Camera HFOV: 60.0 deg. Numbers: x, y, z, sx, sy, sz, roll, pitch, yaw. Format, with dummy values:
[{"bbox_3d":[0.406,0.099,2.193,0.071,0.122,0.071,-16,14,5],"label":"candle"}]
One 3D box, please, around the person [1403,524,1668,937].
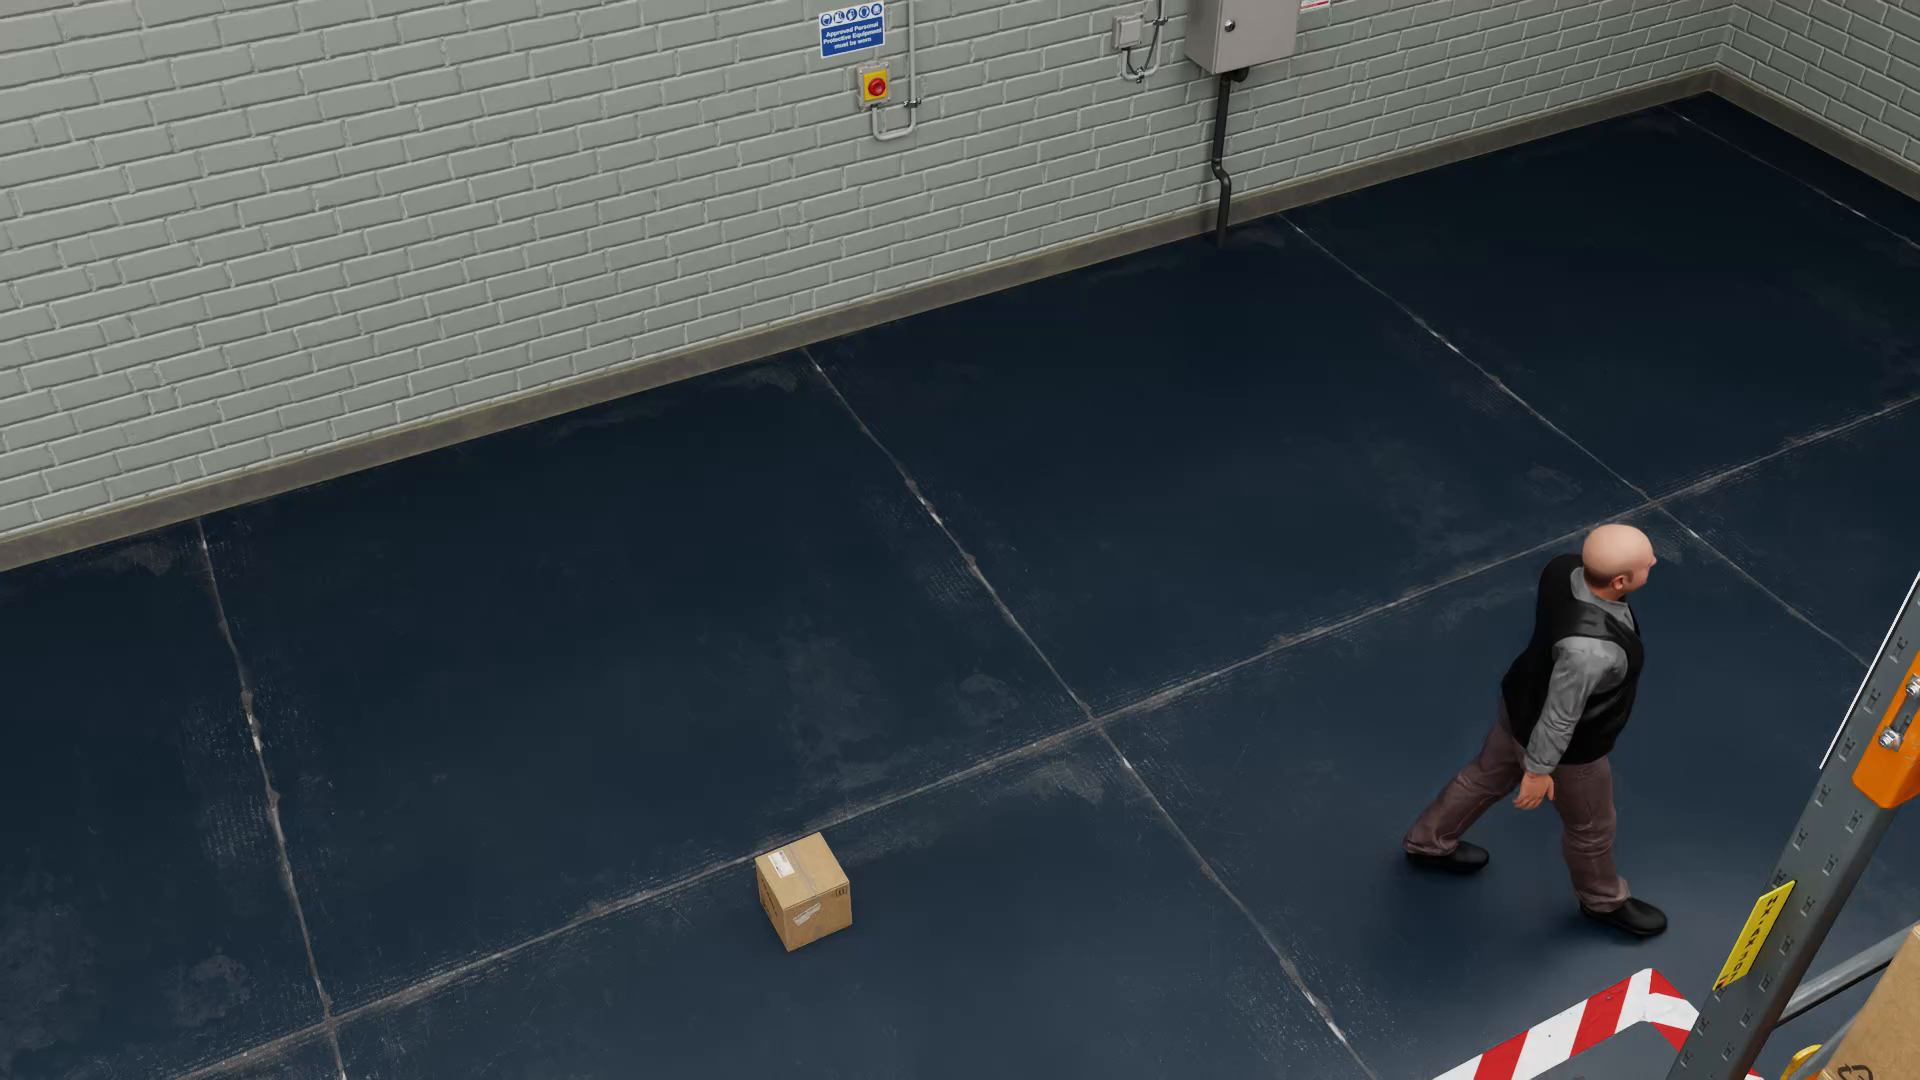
[{"bbox_3d":[2.053,0.595,5.467,0.900,1.683,0.561,3,41,3],"label":"person"}]
